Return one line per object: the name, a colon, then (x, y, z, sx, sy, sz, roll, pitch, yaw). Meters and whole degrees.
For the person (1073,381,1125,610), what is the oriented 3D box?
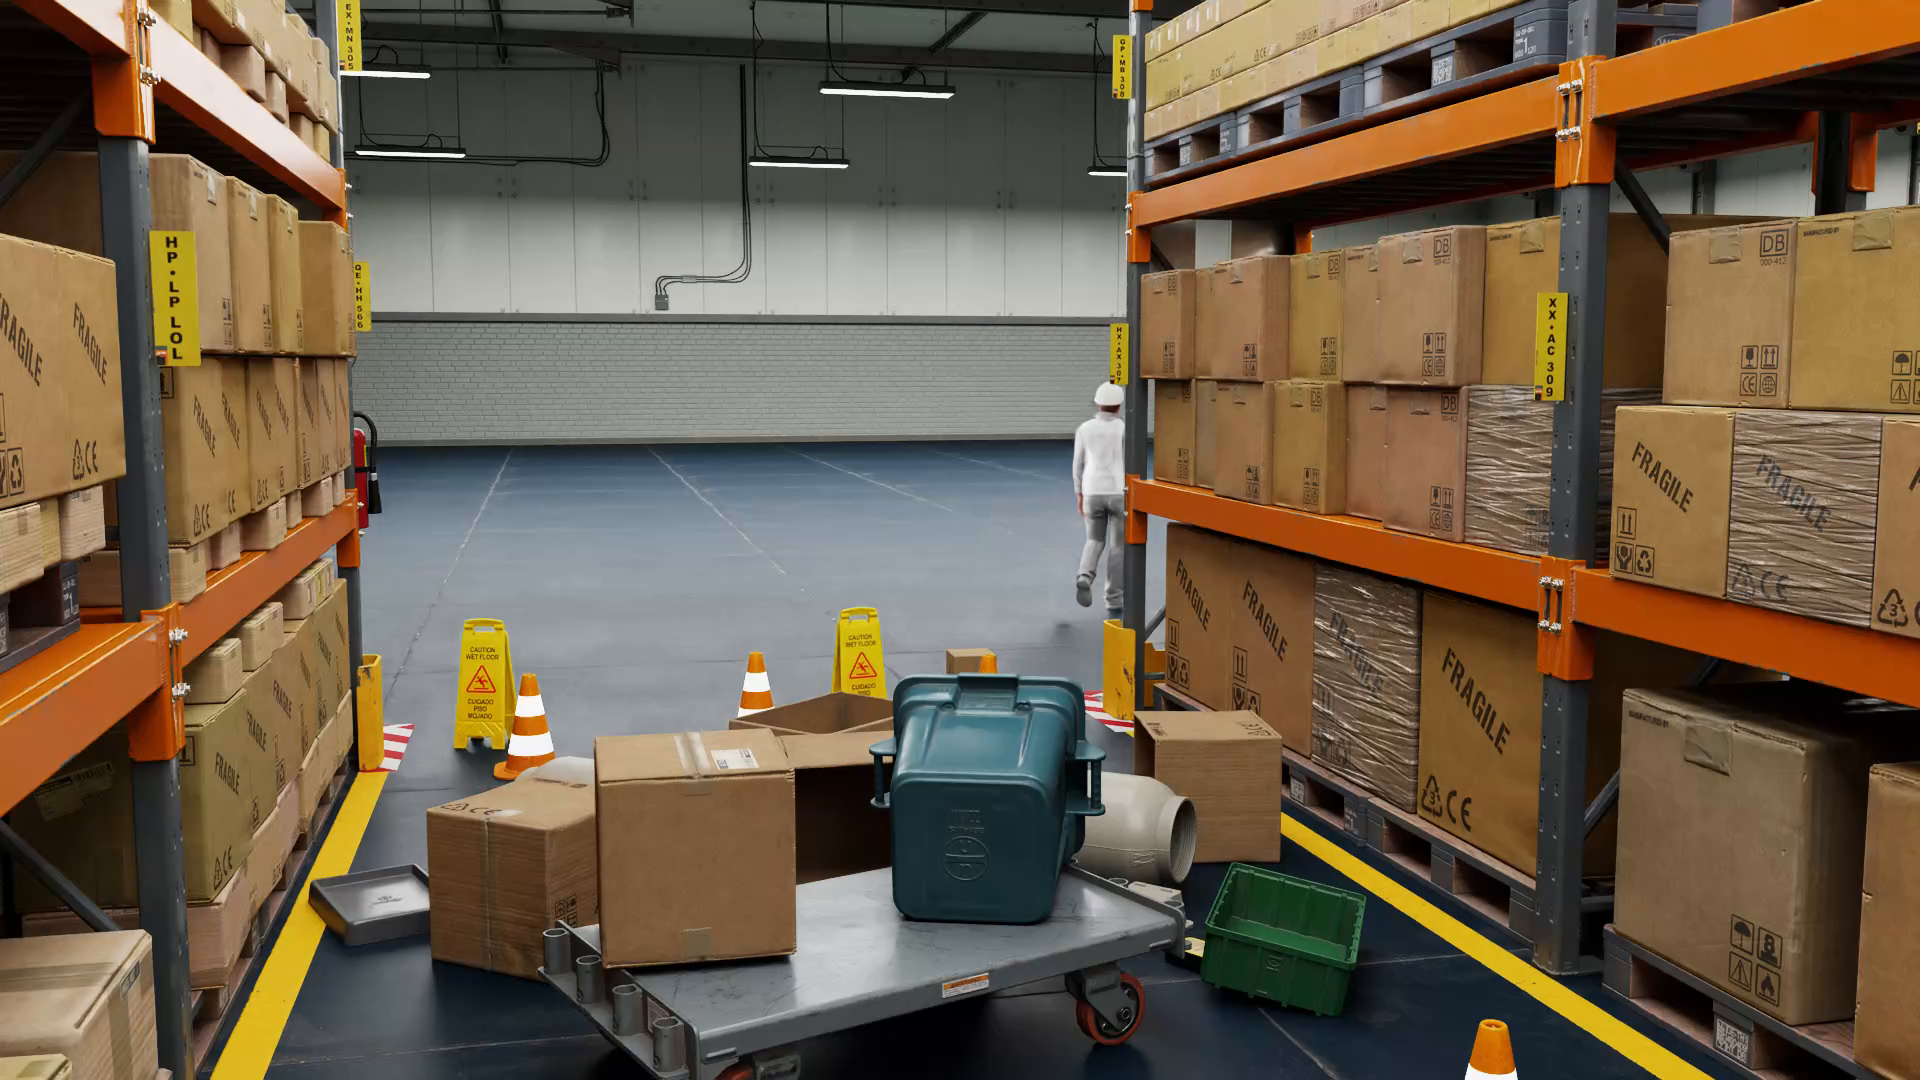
person: (1.138, -0.344, 12.842, 0.534, 1.763, 0.493, 3, 7, 25)
